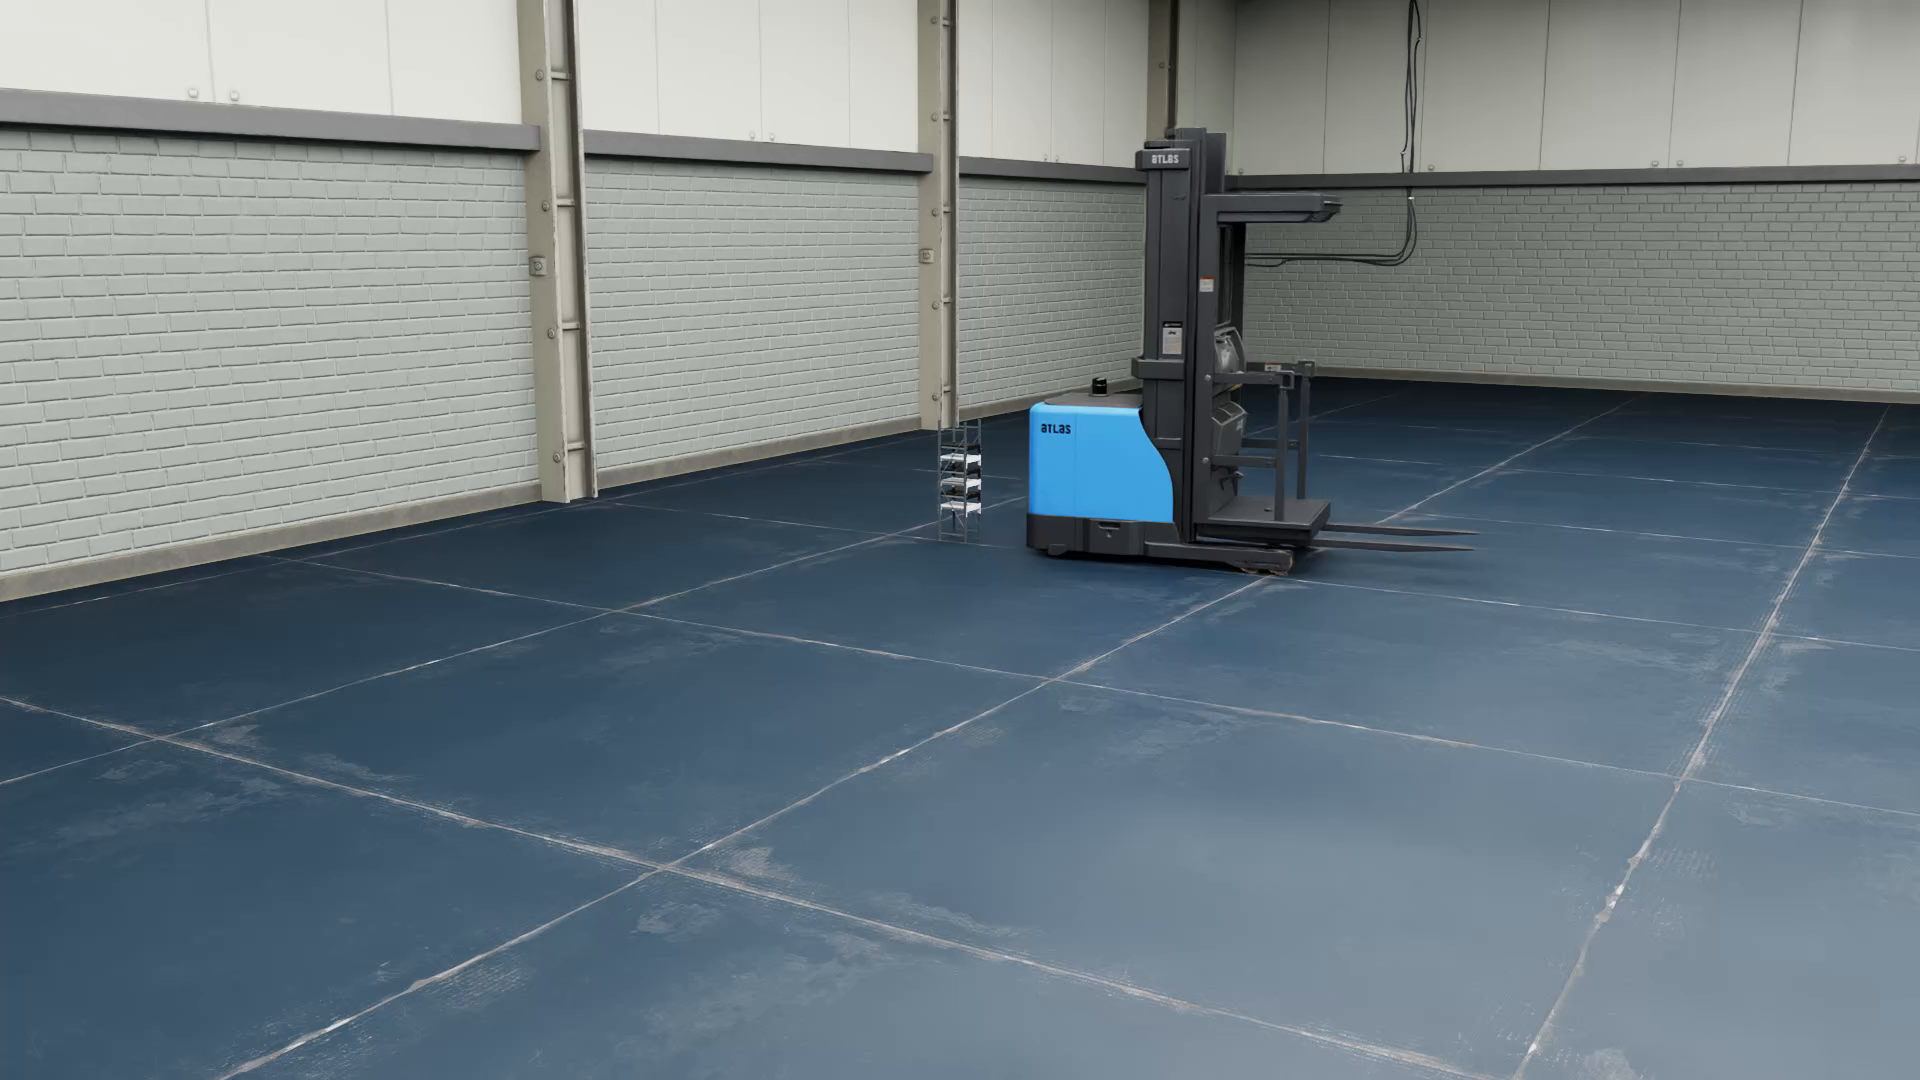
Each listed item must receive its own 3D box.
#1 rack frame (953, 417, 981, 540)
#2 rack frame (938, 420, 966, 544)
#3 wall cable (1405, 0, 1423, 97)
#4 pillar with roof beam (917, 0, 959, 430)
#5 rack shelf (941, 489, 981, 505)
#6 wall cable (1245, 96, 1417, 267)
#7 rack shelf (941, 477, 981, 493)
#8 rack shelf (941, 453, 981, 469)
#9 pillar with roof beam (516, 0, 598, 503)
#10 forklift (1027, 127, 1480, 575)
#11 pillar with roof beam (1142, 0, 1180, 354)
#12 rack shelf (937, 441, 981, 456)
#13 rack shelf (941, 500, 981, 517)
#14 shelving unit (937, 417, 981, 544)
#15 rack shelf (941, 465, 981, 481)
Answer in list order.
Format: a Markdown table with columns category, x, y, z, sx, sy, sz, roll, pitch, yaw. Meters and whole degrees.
| category | x | y | z | sx | sy | sz | roll | pitch | yaw |
| --- | --- | --- | --- | --- | --- | --- | --- | --- | --- |
| rack frame | 0.049 | -0.457 | 12.364 | 0.240 | 0.900 | 0.006 | 6 | 12 | 31 |
| rack frame | -0.057 | -0.425 | 12.194 | 0.240 | 0.900 | 0.006 | 6 | 12 | 31 |
| wall cable | 7.844 | -7.703 | 23.775 | 3.097 | 2.526 | 0.112 | 6 | 12 | 31 |
| pillar with roof beam | 3.436 | -5.314 | 16.297 | 9.100 | 9.000 | 0.400 | 6 | 12 | 31 |
| rack shelf | -0.004 | -0.320 | 12.302 | 0.258 | 0.077 | 0.200 | 6 | 12 | 31 |
| wall cable | 5.532 | -5.479 | 25.620 | 3.097 | 2.526 | 0.112 | 6 | 12 | 31 |
| rack shelf | -0.004 | -0.408 | 12.285 | 0.258 | 0.077 | 0.200 | 6 | 12 | 31 |
| rack shelf | -0.004 | -0.585 | 12.252 | 0.258 | 0.077 | 0.200 | 6 | 12 | 31 |
| pillar with roof beam | 0.321 | -4.370 | 11.257 | 9.100 | 9.000 | 0.400 | 6 | 12 | 31 |
| forklift | 2.044 | -1.314 | 11.425 | 3.031 | 2.935 | 1.130 | 4 | 11 | 19 |
| pillar with roof beam | 6.552 | -6.257 | 21.338 | 9.100 | 9.000 | 0.400 | 6 | 12 | 31 |
| rack shelf | -0.004 | -0.674 | 12.236 | 0.258 | 0.077 | 0.200 | 6 | 12 | 31 |
| rack shelf | -0.004 | -0.231 | 12.318 | 0.258 | 0.077 | 0.200 | 6 | 12 | 31 |
| shelving unit | -0.004 | -0.441 | 12.279 | 0.258 | 0.900 | 0.210 | 6 | 12 | 31 |
| rack shelf | -0.004 | -0.497 | 12.269 | 0.258 | 0.077 | 0.200 | 6 | 12 | 31 |
